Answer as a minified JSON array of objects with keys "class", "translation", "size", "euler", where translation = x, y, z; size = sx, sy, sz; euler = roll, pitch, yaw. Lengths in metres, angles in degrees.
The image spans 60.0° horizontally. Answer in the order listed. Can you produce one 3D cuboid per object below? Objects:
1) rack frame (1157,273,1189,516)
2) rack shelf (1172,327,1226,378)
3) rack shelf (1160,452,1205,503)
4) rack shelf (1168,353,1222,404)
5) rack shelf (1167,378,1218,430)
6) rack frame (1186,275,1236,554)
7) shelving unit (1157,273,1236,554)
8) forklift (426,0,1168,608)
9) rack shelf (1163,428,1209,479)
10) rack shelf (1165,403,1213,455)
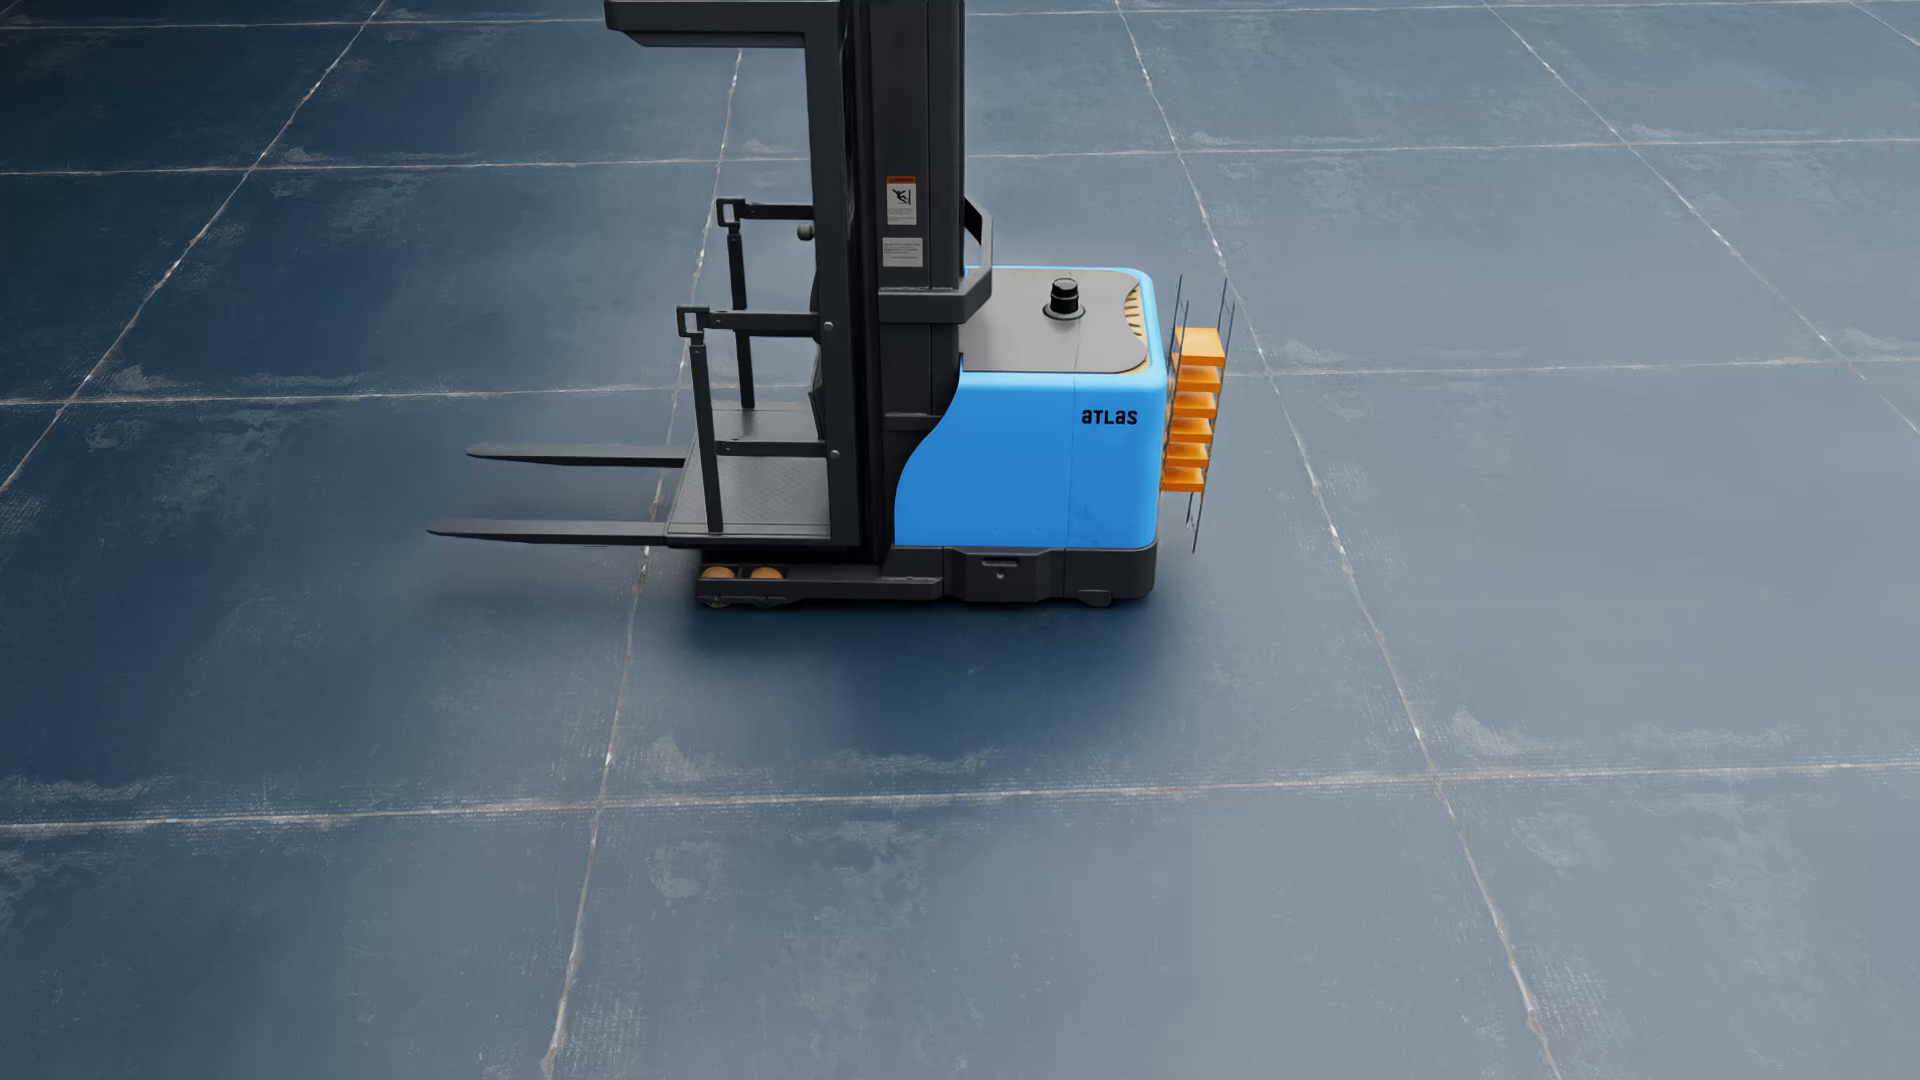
[{"class":"rack frame","translation":[0.856,-0.508,6.913],"size":[0.006,1.200,0.240],"euler":[2,35,-2]},{"class":"rack shelf","translation":[0.964,-0.764,6.738],"size":[0.180,0.103,0.258],"euler":[2,35,-2]},{"class":"rack shelf","translation":[0.931,-0.271,7.079],"size":[0.180,0.103,0.258],"euler":[2,35,-2]},{"class":"rack shelf","translation":[0.958,-0.666,6.806],"size":[0.180,0.103,0.258],"euler":[2,35,-2]},{"class":"rack shelf","translation":[0.951,-0.567,6.875],"size":[0.180,0.103,0.258],"euler":[2,35,-2]},{"class":"rack frame","translation":[1.038,-0.502,6.921],"size":[0.006,1.200,0.240],"euler":[2,35,-2]},{"class":"shelving unit","translation":[0.947,-0.505,6.917],"size":[0.189,1.200,0.258],"euler":[2,35,-2]},{"class":"forklift","translation":[-0.701,-1.227,6.447],"size":[3.031,2.935,1.130],"euler":[1,35,1]},{"class":"rack shelf","translation":[0.938,-0.370,7.011],"size":[0.180,0.103,0.258],"euler":[2,35,-2]},{"class":"rack shelf","translation":[0.945,-0.469,6.943],"size":[0.180,0.103,0.258],"euler":[2,35,-2]}]
